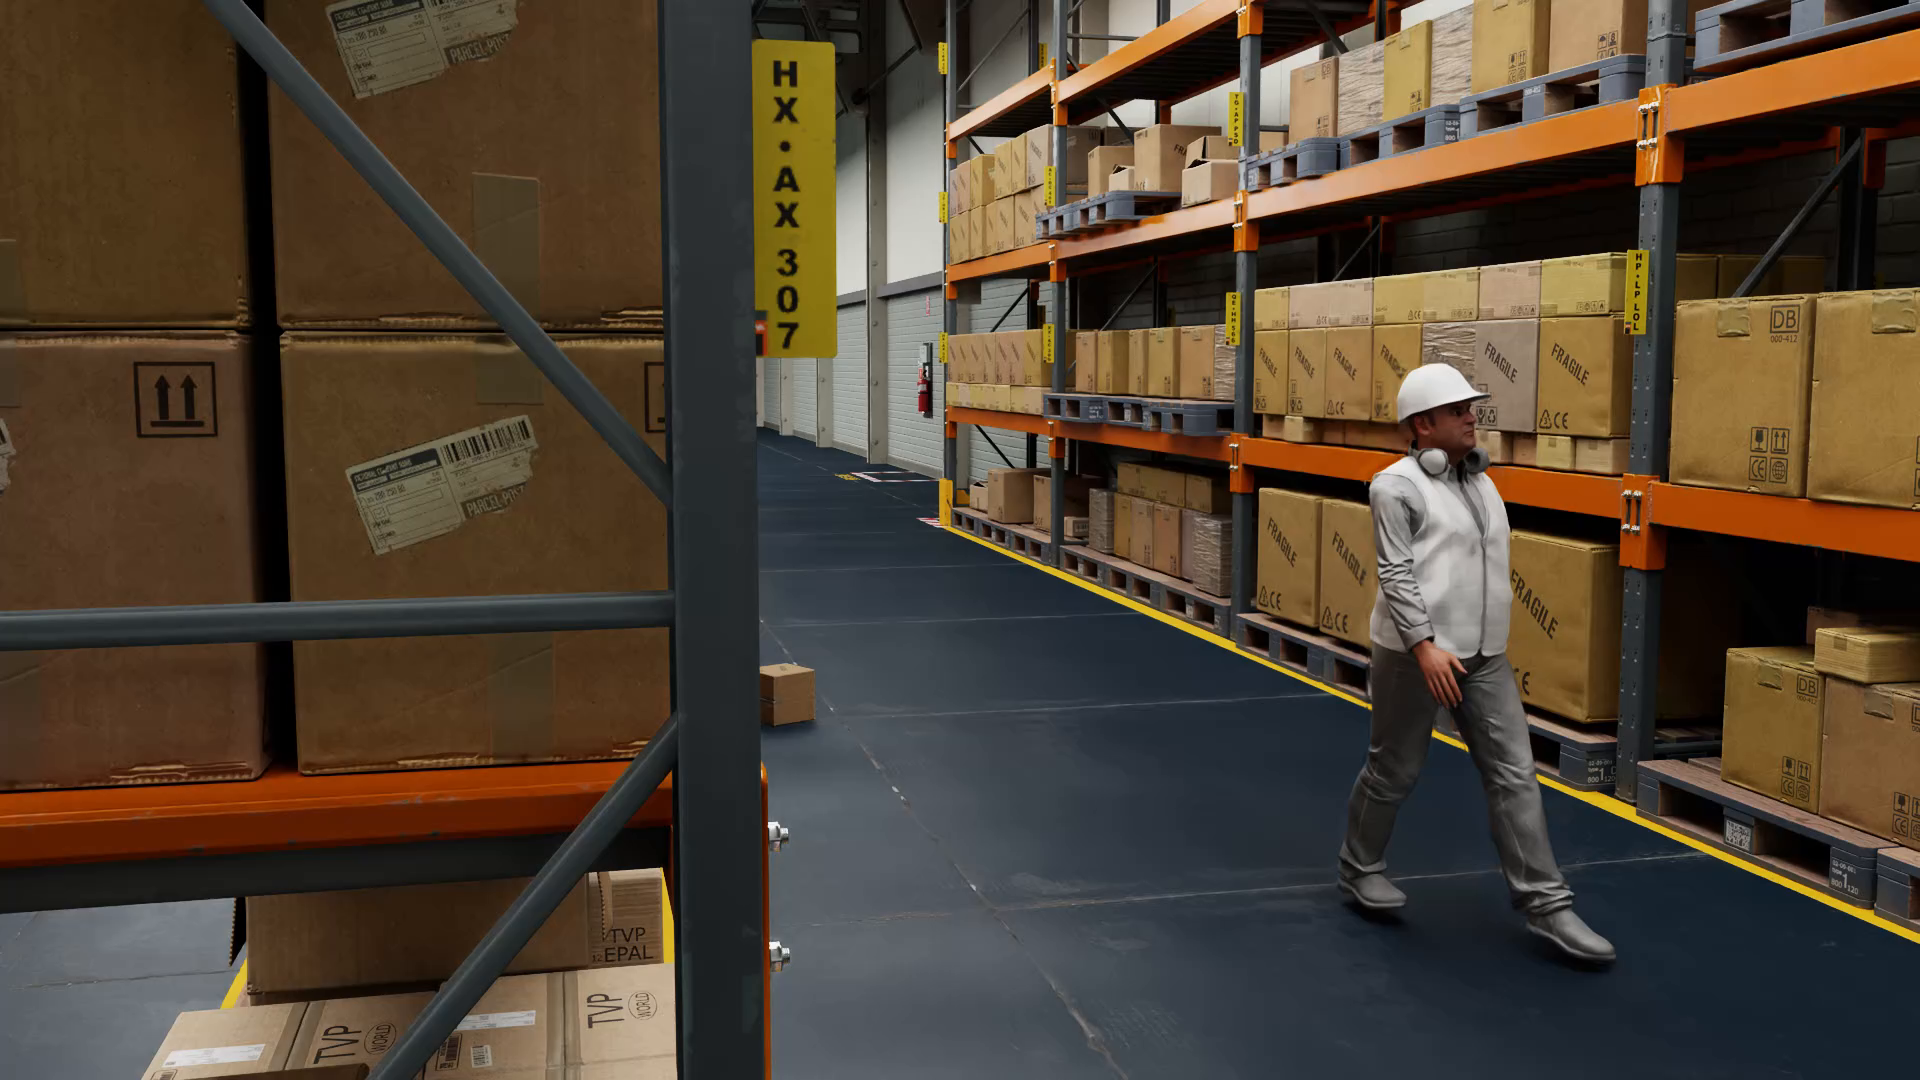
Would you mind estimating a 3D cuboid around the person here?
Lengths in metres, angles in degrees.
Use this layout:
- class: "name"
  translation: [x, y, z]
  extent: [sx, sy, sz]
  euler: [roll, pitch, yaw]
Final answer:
- class: "person"
  translation: [1.530, 0.333, 5.043]
  extent: [0.543, 1.728, 0.943]
  euler: [-3, 7, -28]
